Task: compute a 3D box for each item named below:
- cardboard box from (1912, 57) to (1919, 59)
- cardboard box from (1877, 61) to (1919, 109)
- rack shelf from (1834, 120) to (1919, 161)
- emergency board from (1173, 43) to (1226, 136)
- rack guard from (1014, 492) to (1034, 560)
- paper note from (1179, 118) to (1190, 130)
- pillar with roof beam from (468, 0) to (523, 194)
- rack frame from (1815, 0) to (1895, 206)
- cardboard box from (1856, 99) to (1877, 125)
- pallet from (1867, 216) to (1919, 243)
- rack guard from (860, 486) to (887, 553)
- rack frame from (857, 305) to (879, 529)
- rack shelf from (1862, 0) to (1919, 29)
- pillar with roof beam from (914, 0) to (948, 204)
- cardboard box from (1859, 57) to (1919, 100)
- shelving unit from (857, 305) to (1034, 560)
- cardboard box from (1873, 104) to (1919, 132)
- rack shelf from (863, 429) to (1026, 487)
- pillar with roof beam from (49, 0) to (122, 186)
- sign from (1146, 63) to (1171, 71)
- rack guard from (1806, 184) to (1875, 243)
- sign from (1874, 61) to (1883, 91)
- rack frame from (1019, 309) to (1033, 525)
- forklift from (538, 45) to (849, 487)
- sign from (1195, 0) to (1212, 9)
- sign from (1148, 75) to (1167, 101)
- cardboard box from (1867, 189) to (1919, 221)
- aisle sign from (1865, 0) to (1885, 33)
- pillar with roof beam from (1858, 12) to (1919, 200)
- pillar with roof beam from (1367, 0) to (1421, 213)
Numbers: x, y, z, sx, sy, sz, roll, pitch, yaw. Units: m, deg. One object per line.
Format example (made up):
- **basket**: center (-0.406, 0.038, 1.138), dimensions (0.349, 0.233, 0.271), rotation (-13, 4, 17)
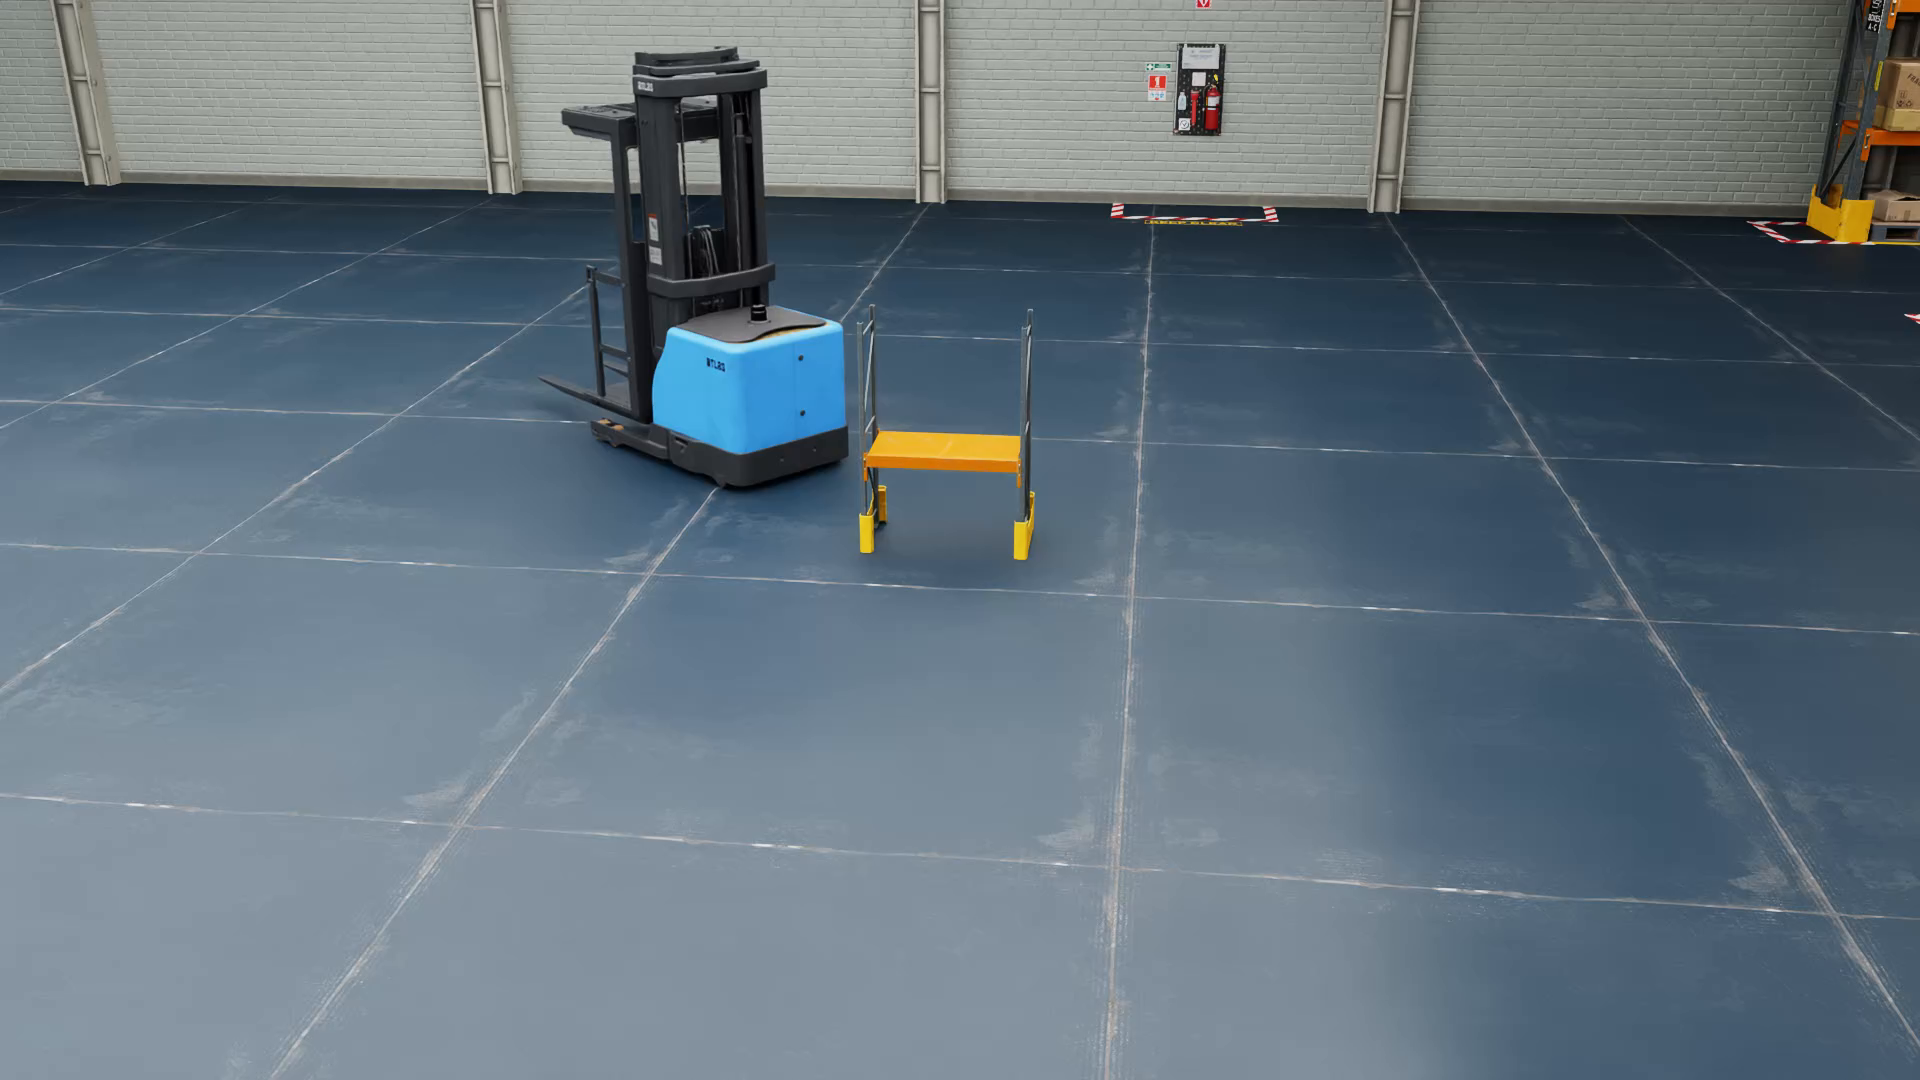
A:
- **cardboard box**: center (11.729, -5.510, 19.954), dimensions (0.500, 0.500, 0.500), rotation (3, 22, 7)
- **cardboard box**: center (11.176, -5.348, 19.543), dimensions (0.500, 0.500, 0.500), rotation (3, 22, 6)
- **rack shelf**: center (12.723, -4.769, 19.900), dimensions (4.000, 0.370, 1.077), rotation (2, 22, 6)
- **emergency board**: center (3.126, -5.856, 21.672), dimensions (0.643, 1.169, 0.194), rotation (2, 22, 6)
- **rack guard**: center (0.419, -0.098, 10.848), dimensions (0.087, 0.250, 0.587), rotation (2, 22, 6)
- **paper note**: center (2.959, -5.479, 21.917), dimensions (0.142, 0.148, 0.016), rotation (2, 22, 6)
- **pillar with roof beam**: center (-6.847, -7.472, 17.601), dimensions (0.400, 9.000, 9.100), rotation (2, 22, 6)
- **rack frame**: center (10.737, -5.190, 19.987), dimensions (0.127, 3.000, 1.000), rotation (2, 22, 6)
- **cardboard box**: center (11.224, -5.180, 20.139), dimensions (0.500, 0.250, 0.500), rotation (3, 22, 7)
- **pallet**: center (11.615, -3.842, 20.370), dimensions (1.213, 0.211, 1.003), rotation (2, 22, 6)
- **rack guard**: center (-0.570, -0.141, 10.957), dimensions (0.087, 0.250, 0.587), rotation (2, 22, 6)
- **rack frame**: center (-0.590, -0.723, 10.729), dimensions (0.032, 1.500, 0.500), rotation (2, 22, 6)
- **rack shelf**: center (12.723, -6.164, 19.349), dimensions (4.000, 0.370, 1.077), rotation (2, 22, 6)
- **pillar with roof beam**: center (-0.889, -7.213, 16.944), dimensions (0.400, 9.000, 9.100), rotation (2, 22, 6)
- **cardboard box**: center (11.230, -5.535, 20.018), dimensions (0.500, 0.500, 0.500), rotation (2, 22, 6)
- **shelving unit**: center (-0.076, -0.701, 10.672), dimensions (1.083, 1.500, 0.587), rotation (2, 22, 6)
- **cardboard box**: center (11.184, -4.992, 19.664), dimensions (0.500, 0.250, 0.500), rotation (2, 22, 5)
- **rack shelf**: center (-0.085, -0.534, 10.740), dimensions (1.000, 0.185, 0.538), rotation (2, 22, 6)
- **pillar with roof beam**: center (-12.806, -7.732, 18.257), dimensions (0.400, 9.000, 9.100), rotation (2, 22, 6)
- **sign**: center (2.593, -6.177, 21.715), dimensions (0.331, 0.109, 0.001), rotation (2, 22, 6)
- **rack guard**: center (10.813, -4.024, 20.438), dimensions (0.348, 0.500, 1.175), rotation (2, 22, 6)
- **sign**: center (10.673, -5.394, 19.327), dimensions (0.005, 0.325, 0.100), rotation (2, 22, 6)
- **rack frame**: center (0.420, -0.679, 10.618), dimensions (0.032, 1.500, 0.500), rotation (2, 22, 6)
- **forklift**: center (-2.208, -2.192, 12.497), dimensions (1.130, 2.935, 3.031), rotation (-19, 29, -40)
- **sign**: center (3.130, -6.970, 21.338), dimensions (0.199, 0.298, 0.001), rotation (2, 22, 6)
- **sign**: center (2.589, -5.934, 21.821), dimensions (0.234, 0.329, 0.001), rotation (2, 22, 6)
- **cardboard box**: center (11.414, -4.081, 20.242), dimensions (0.500, 0.311, 0.500), rotation (0, 22, 0)
- **aisle sign**: center (10.630, -6.292, 19.240), dimensions (0.004, 0.787, 0.394), rotation (2, 22, 6)
- **pillar with roof beam**: center (11.027, -6.693, 15.631), dimensions (0.400, 9.000, 9.100), rotation (2, 22, 6)
- **pillar with roof beam**: center (5.069, -6.953, 16.287), dimensions (0.400, 9.000, 9.100), rotation (2, 22, 6)
